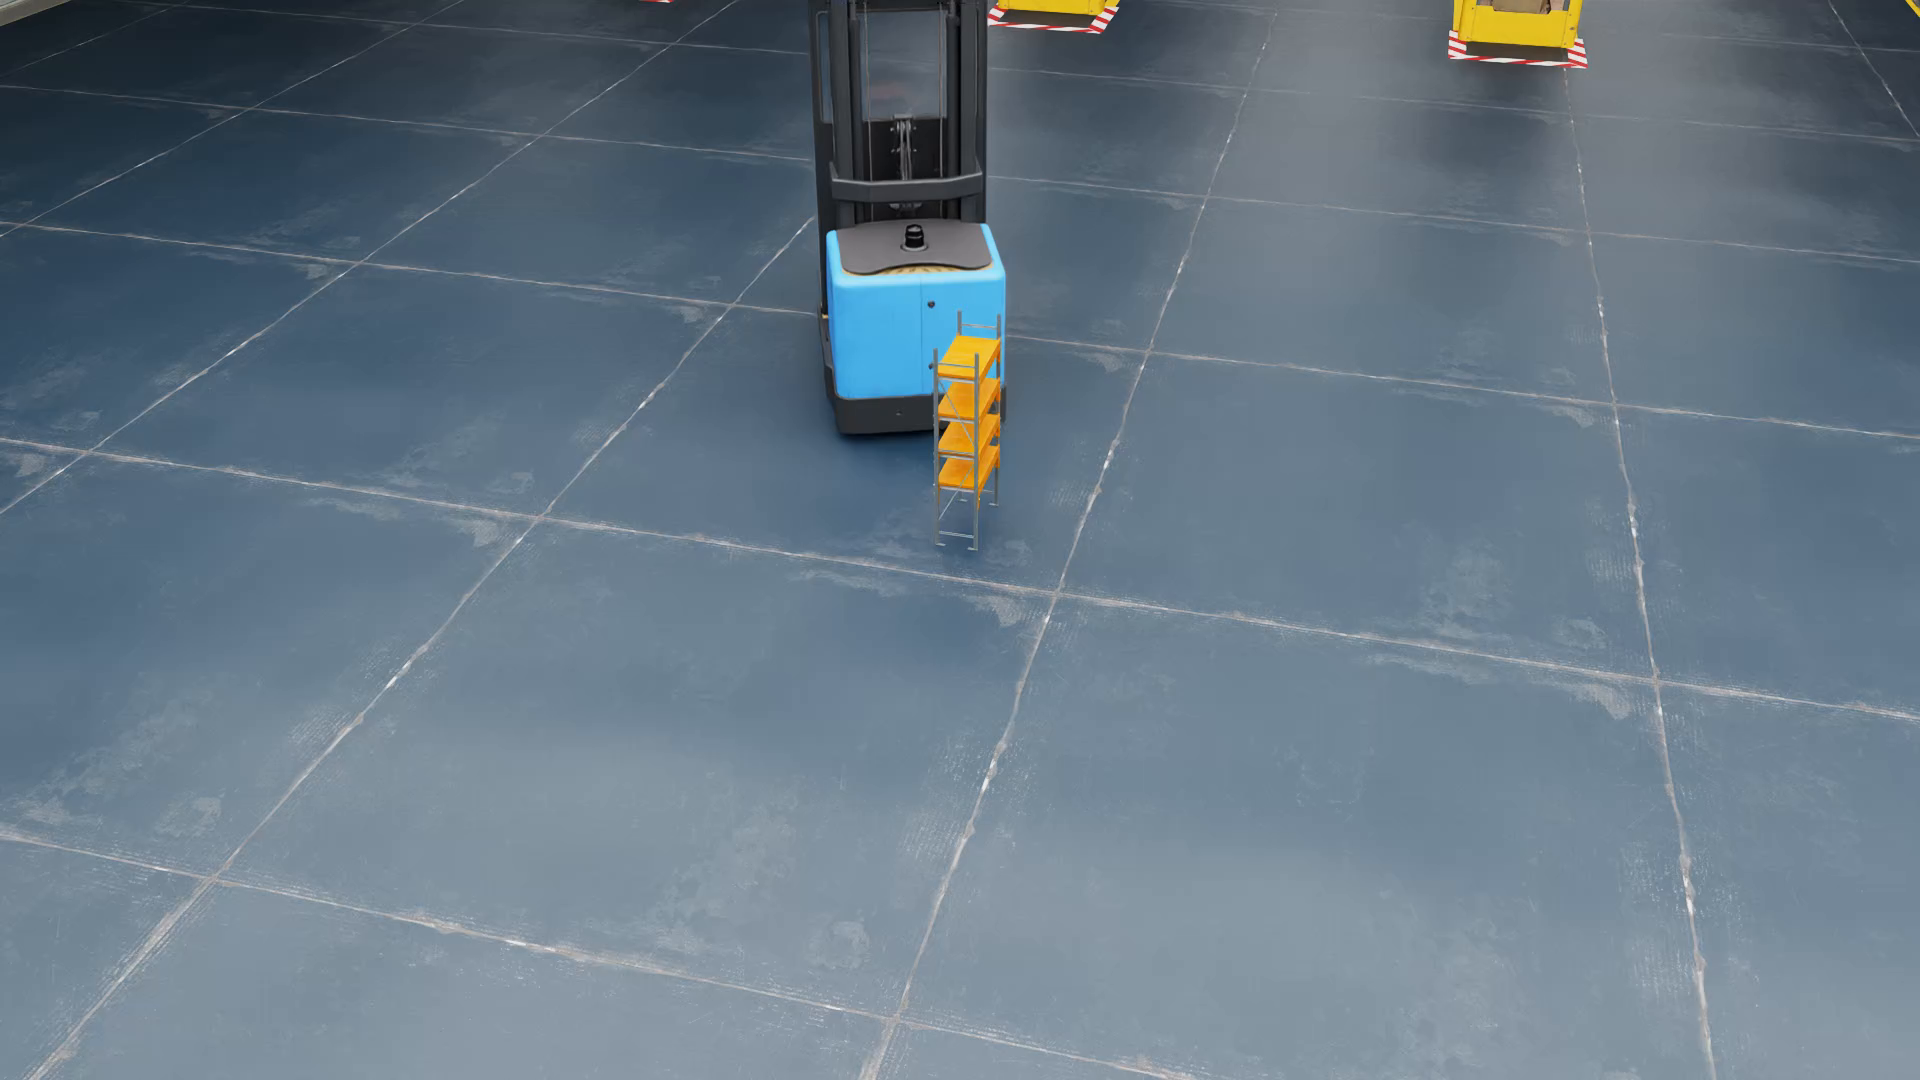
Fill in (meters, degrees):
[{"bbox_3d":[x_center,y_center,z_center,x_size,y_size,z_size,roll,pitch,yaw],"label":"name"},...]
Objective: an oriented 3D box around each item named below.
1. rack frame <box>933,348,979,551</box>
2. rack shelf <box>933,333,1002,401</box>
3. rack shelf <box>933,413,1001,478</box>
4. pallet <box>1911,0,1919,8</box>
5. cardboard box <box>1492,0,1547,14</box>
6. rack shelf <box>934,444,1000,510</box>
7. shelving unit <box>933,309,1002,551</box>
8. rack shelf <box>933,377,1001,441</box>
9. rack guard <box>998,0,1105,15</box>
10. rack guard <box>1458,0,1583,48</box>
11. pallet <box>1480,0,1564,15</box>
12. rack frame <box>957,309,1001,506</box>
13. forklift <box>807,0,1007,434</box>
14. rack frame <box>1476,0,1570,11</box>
[{"bbox_3d":[-0.020,-0.466,8.864,0.240,1.200,0.015,8,33,12],"label":"rack frame"},{"bbox_3d":[0.042,-0.924,8.852,0.258,0.148,0.480,8,33,12],"label":"rack shelf"},{"bbox_3d":[0.042,-0.535,9.099,0.258,0.148,0.480,8,33,12],"label":"rack shelf"},{"bbox_3d":[11.358,-6.291,18.949,1.003,0.211,1.213,8,33,12],"label":"pallet"},{"bbox_3d":[6.014,-5.948,17.749,0.500,0.500,0.500,14,35,21],"label":"cardboard box"},{"bbox_3d":[0.042,-0.368,9.206,0.258,0.148,0.480,8,33,12],"label":"rack shelf"},{"bbox_3d":[0.042,-0.592,9.063,0.258,1.200,0.503,8,33,12],"label":"shelving unit"},{"bbox_3d":[0.042,-0.724,8.979,0.258,0.148,0.480,8,33,12],"label":"rack shelf"},{"bbox_3d":[1.022,-6.169,18.488,1.175,0.500,0.348,8,33,12],"label":"rack guard"},{"bbox_3d":[5.859,-5.488,17.417,1.175,0.500,0.348,8,33,12],"label":"rack guard"},{"bbox_3d":[6.099,-5.783,18.150,1.003,0.211,1.213,8,33,12],"label":"pallet"},{"bbox_3d":[0.104,-0.719,9.262,0.240,1.200,0.015,8,33,12],"label":"rack frame"},{"bbox_3d":[-0.405,-2.654,10.693,1.130,2.935,3.031,-4,33,-6],"label":"forklift"},{"bbox_3d":[5.840,-6.504,16.685,1.000,3.000,0.127,8,33,12],"label":"rack frame"}]
